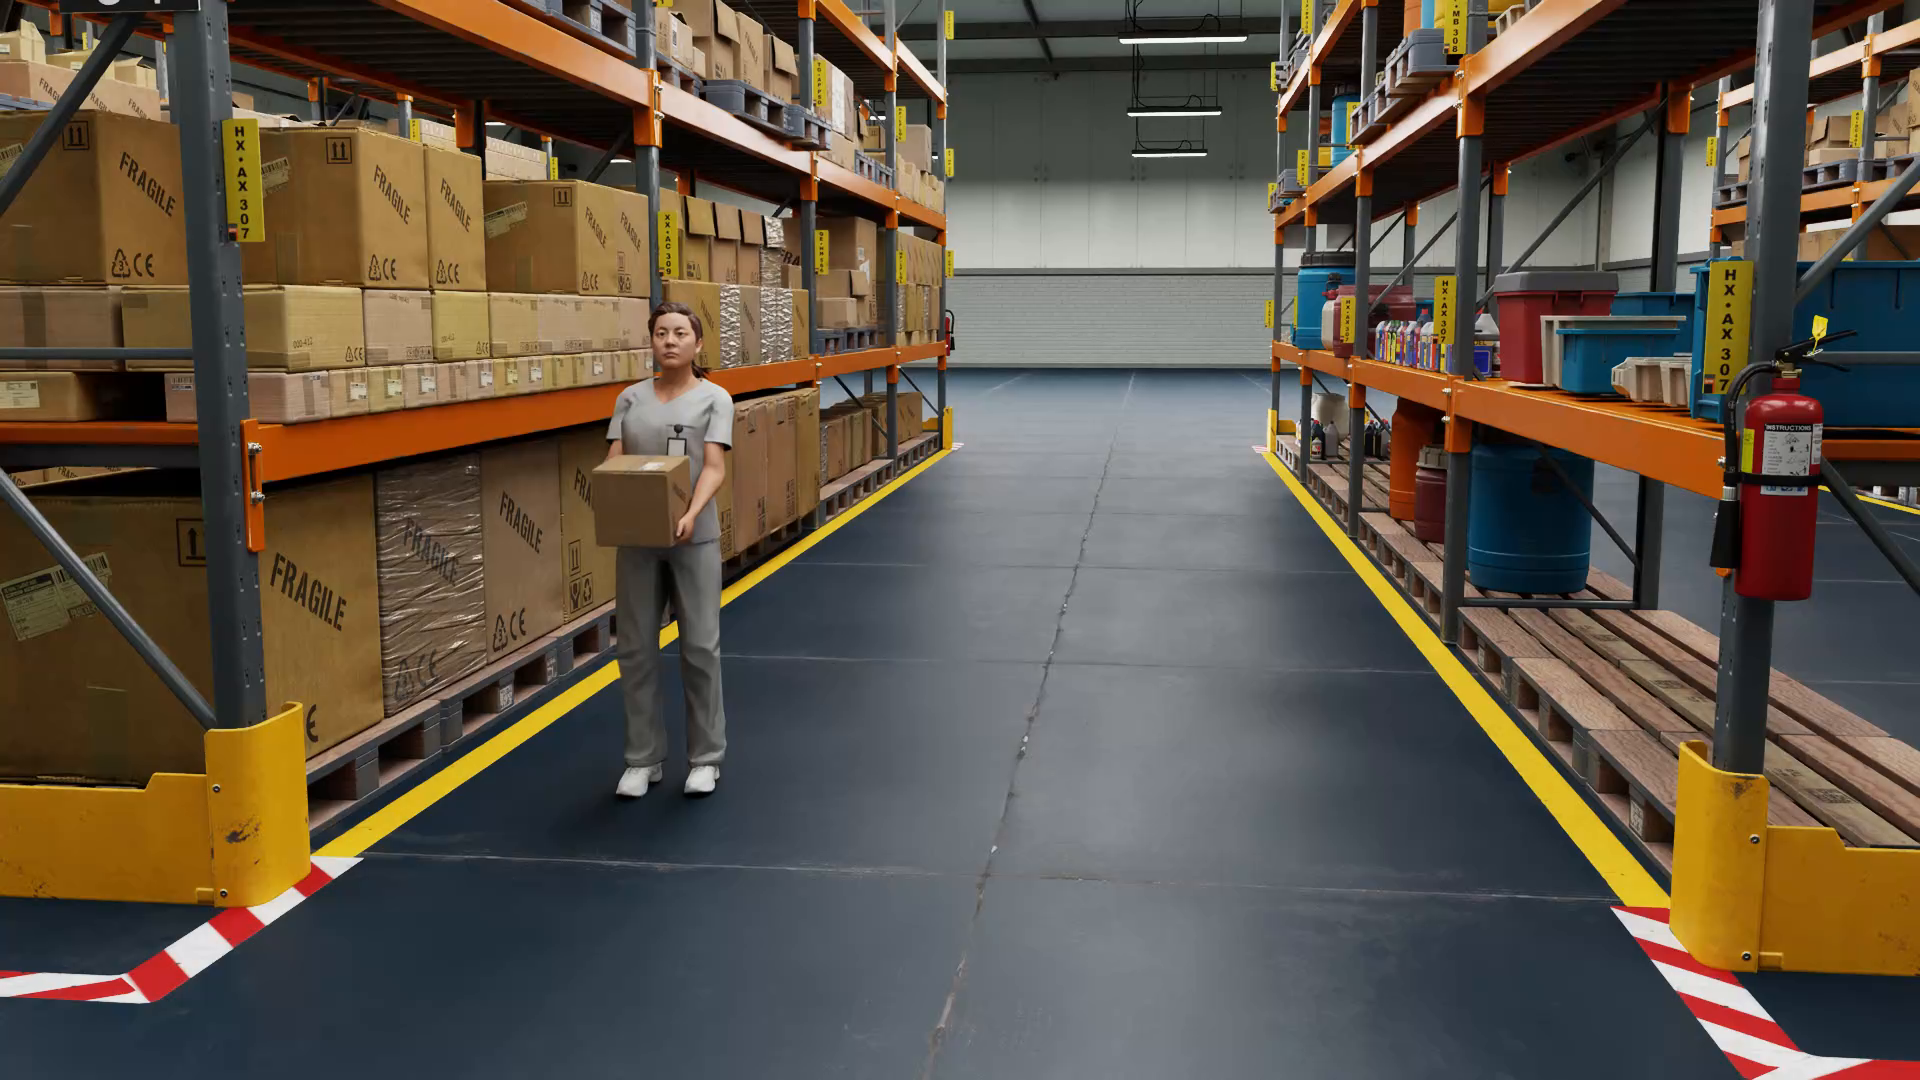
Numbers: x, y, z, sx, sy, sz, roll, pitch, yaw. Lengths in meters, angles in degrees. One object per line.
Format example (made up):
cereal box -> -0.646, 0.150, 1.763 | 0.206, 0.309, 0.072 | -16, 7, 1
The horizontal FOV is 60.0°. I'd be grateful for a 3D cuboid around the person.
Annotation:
person -> -0.996, 0.030, 5.624 | 0.437, 1.662, 0.555 | 1, 8, 7
